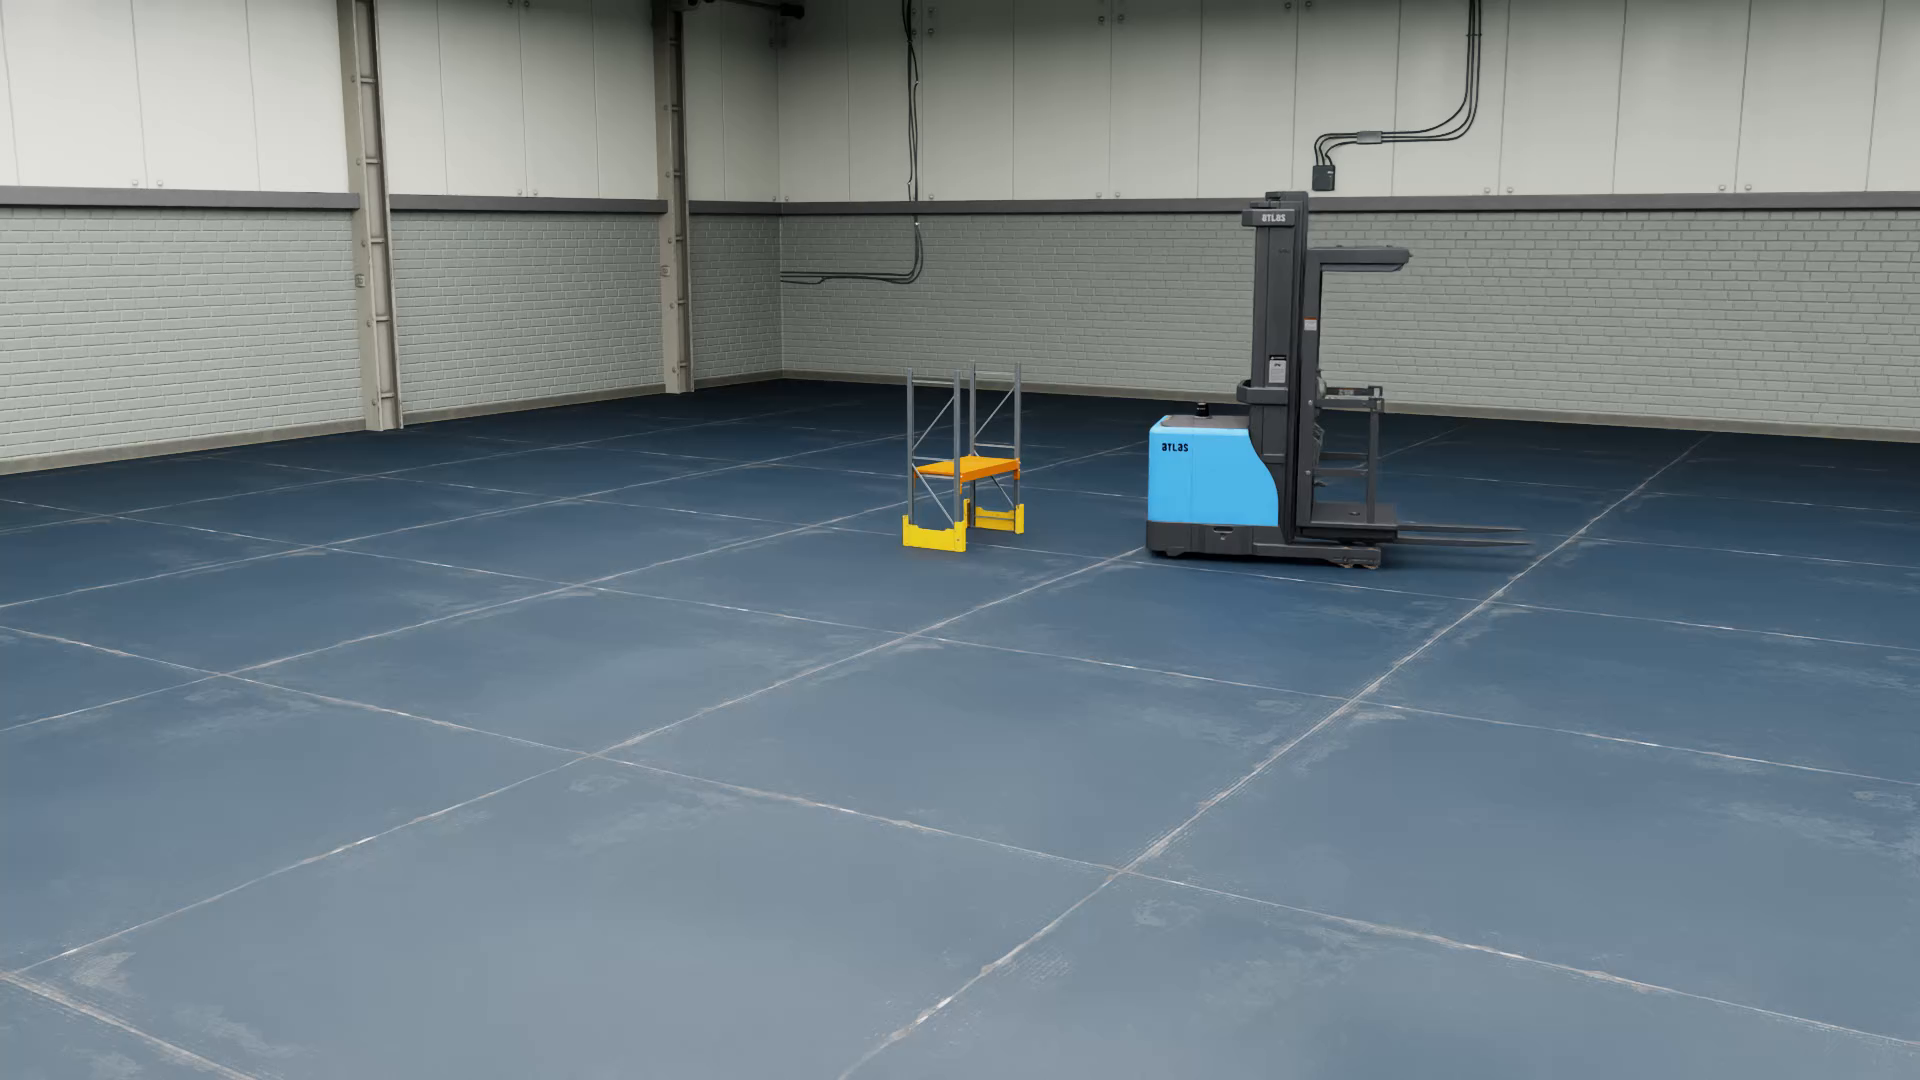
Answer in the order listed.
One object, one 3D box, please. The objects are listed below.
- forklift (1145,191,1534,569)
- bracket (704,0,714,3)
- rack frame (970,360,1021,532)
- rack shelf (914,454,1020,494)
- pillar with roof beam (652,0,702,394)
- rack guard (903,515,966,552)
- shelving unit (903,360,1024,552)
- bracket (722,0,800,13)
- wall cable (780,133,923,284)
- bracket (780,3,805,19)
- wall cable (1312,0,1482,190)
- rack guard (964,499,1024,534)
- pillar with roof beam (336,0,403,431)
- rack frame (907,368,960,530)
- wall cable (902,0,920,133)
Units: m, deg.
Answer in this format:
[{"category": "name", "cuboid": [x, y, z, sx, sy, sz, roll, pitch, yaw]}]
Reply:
[{"category": "forklift", "cuboid": [3.094, -1.319, 13.448, 3.031, 2.935, 1.130, 2, 11, 13]}, {"category": "bracket", "cuboid": [-4.102, -8.660, 26.389, 0.235, 0.232, 0.430, 6, 12, 31]}, {"category": "rack frame", "cuboid": [0.308, -0.831, 14.729, 0.500, 1.500, 0.032, 6, 12, 31]}, {"category": "rack shelf", "cuboid": [0.044, -0.574, 14.335, 0.538, 0.185, 1.000, 6, 12, 31]}, {"category": "pillar with roof beam", "cuboid": [-0.942, -6.448, 24.356, 9.100, 9.000, 0.548, 6, 12, 31]}, {"category": "rack guard", "cuboid": [-0.219, -0.057, 13.991, 0.587, 0.250, 0.087, 6, 12, 31]}, {"category": "shelving unit", "cuboid": [0.040, -0.749, 14.295, 0.587, 1.500, 1.083, 6, 12, 31]}, {"category": "bracket", "cuboid": [-3.179, -8.940, 27.884, 0.076, 0.066, 3.189, 6, 12, 31]}, {"category": "wall cable", "cuboid": [-1.962, -5.670, 28.639, 3.097, 2.526, 0.112, 6, 12, 31]}, {"category": "bracket", "cuboid": [-2.872, -9.033, 28.380, 0.235, 0.232, 0.430, 6, 12, 31]}, {"category": "wall cable", "cuboid": [6.144, -7.958, 23.182, 2.305, 6.003, 0.169, 6, 12, 31]}, {"category": "rack guard", "cuboid": [0.298, -0.213, 14.828, 0.587, 0.250, 0.087, 6, 12, 31]}, {"category": "pillar with roof beam", "cuboid": [-4.057, -5.504, 19.316, 9.100, 9.000, 0.400, 6, 12, 31]}, {"category": "rack frame", "cuboid": [-0.220, -0.671, 13.875, 0.500, 1.500, 0.032, 6, 12, 31]}, {"category": "wall cable", "cuboid": [0.350, -7.894, 26.794, 3.097, 2.526, 0.112, 6, 12, 31]}]
